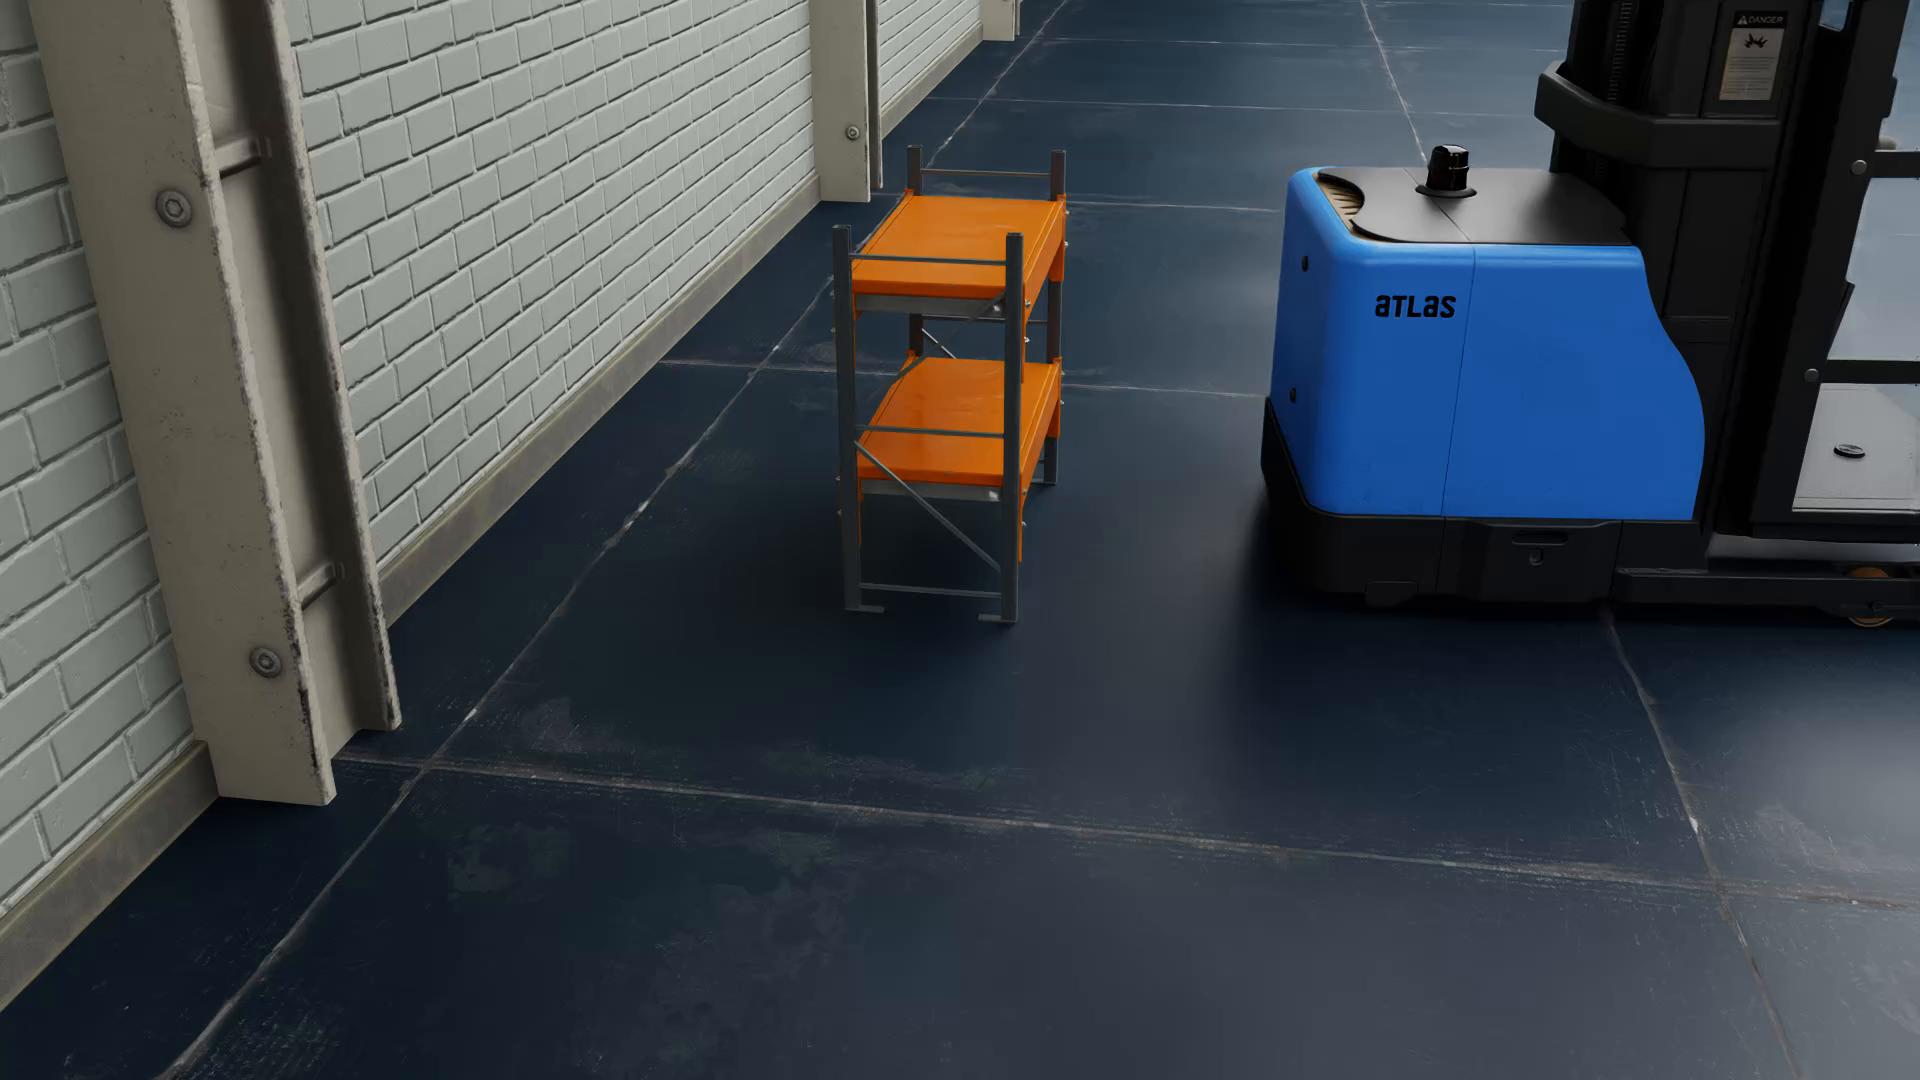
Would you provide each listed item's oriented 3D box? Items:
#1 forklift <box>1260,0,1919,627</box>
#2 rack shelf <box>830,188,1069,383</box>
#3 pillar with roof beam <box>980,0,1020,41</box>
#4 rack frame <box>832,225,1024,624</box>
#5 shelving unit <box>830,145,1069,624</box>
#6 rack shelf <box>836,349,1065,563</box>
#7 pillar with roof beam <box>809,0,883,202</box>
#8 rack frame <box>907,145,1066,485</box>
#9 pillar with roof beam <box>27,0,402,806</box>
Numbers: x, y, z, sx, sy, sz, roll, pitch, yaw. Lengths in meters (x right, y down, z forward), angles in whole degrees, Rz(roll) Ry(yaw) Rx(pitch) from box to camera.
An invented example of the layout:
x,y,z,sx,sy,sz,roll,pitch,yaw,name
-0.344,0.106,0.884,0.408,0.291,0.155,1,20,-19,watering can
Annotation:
x,y,z,sx,sy,sz,roll,pitch,yaw,name
2.511,-1.308,4.587,3.031,2.935,1.130,1,25,2,forklift
-0.001,-0.772,4.881,0.538,0.278,1.000,4,25,9,rack shelf
4.596,-8.264,12.289,9.100,9.000,0.400,4,25,9,pillar with roof beam
-0.084,-0.294,4.551,0.500,1.125,0.032,4,25,9,rack frame
-0.001,-0.507,5.005,0.538,1.125,1.048,4,25,9,shelving unit
-0.001,-0.285,5.109,0.538,0.278,1.000,4,25,9,rack shelf
3.616,-5.754,6.928,9.100,9.000,0.400,4,25,9,pillar with roof beam
0.082,-0.719,5.460,0.500,1.125,0.032,4,25,9,rack frame
2.635,-3.245,1.567,9.100,9.000,0.400,4,25,9,pillar with roof beam
